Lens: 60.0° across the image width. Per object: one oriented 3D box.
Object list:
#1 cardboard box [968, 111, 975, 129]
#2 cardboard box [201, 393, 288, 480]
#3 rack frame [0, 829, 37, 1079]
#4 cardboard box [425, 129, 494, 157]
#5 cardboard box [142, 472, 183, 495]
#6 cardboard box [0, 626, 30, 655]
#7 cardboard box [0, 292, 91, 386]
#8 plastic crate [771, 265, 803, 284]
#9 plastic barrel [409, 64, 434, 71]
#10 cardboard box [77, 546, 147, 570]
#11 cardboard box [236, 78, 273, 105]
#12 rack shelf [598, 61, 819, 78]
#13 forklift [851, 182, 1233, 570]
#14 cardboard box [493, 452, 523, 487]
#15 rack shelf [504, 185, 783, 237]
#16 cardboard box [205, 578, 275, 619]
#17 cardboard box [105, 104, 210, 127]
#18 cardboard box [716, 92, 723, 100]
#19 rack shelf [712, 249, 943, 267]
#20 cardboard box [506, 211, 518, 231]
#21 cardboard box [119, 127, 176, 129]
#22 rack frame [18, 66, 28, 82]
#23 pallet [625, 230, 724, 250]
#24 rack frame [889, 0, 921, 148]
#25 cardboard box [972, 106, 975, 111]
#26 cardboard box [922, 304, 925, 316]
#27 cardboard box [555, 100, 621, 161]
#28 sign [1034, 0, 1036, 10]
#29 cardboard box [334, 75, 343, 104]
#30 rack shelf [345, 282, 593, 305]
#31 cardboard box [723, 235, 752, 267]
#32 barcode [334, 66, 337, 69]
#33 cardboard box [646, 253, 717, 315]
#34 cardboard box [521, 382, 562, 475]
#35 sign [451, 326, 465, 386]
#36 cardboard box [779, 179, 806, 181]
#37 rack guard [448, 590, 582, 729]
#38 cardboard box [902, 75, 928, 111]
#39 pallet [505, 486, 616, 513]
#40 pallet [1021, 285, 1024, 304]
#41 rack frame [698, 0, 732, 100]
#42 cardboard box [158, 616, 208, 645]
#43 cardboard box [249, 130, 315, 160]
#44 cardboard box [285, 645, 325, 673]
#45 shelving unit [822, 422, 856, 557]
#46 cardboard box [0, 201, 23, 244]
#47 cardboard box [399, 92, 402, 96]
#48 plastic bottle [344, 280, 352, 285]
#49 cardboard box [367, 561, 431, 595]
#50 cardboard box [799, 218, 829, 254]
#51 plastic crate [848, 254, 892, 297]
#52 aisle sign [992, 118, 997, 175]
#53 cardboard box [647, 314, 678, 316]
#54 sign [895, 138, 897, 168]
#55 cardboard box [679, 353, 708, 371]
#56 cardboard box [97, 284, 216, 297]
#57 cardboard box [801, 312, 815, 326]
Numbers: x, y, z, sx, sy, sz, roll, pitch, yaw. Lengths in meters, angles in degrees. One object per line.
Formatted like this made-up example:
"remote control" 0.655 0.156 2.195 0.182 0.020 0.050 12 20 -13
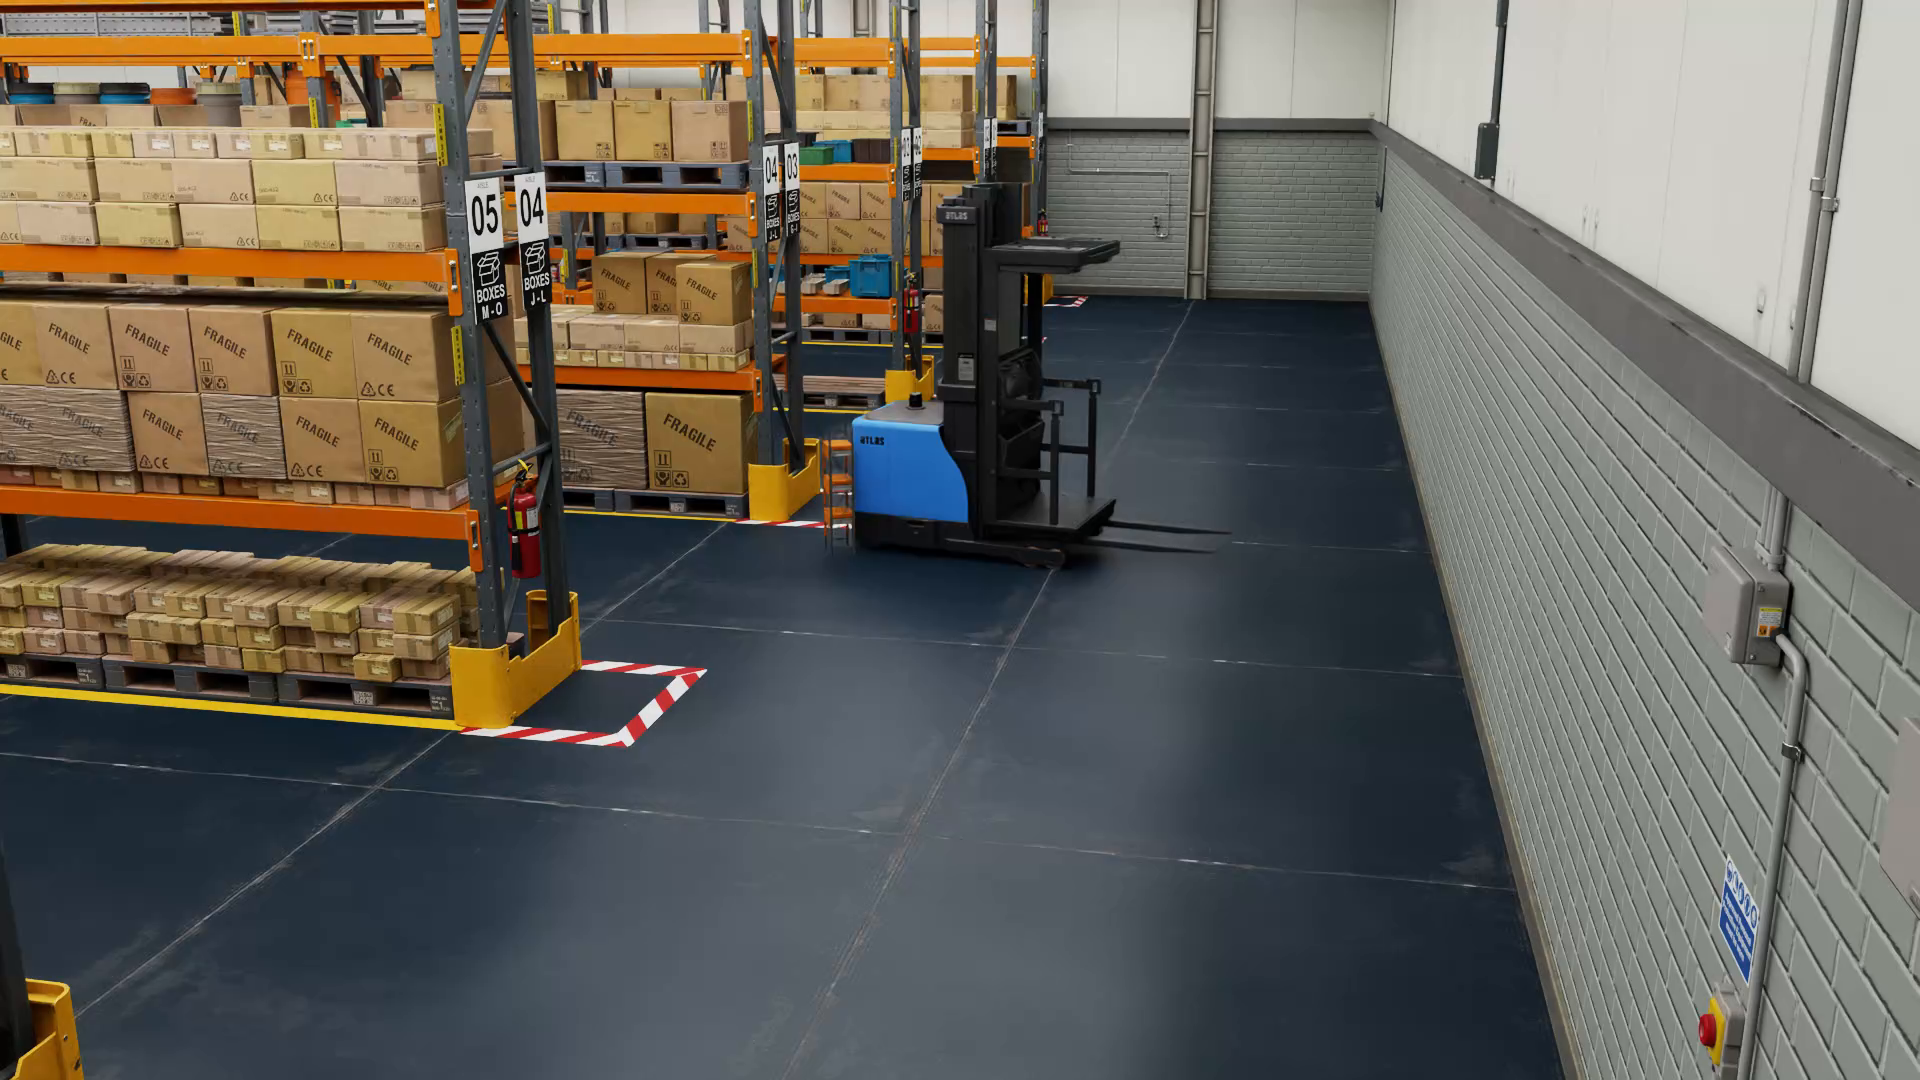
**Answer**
"cardboard box" -0.079 -6.065 23.992 0.500 0.250 0.500 3 16 11
"cardboard box" -4.186 -0.673 10.058 0.500 0.500 0.500 3 16 11
"rack frame" -3.580 0.830 5.378 0.053 2.616 0.949 3 16 11
"cardboard box" -2.964 -2.355 9.852 0.250 0.149 0.380 3 16 11
"cardboard box" -4.828 -0.403 10.299 0.250 0.149 0.380 4 16 13
"cardboard box" -6.059 0.605 10.744 0.250 0.149 0.380 4 16 13
"cardboard box" -5.708 -1.246 10.255 0.500 0.500 0.500 3 16 9
"plastic crate" -2.085 -3.177 20.043 0.300 0.233 0.416 3 16 11
"plastic barrel" -6.241 -5.212 19.846 0.708 0.901 0.600 3 16 11
"cardboard box" -5.708 0.166 11.213 0.250 0.149 0.380 3 16 11
"cardboard box" -10.790 -6.887 25.707 0.500 0.500 0.500 3 16 12
"rack shelf" -4.523 -8.322 29.274 4.000 0.370 1.077 3 16 11
"forklift" 0.672 -1.334 13.319 3.031 2.935 1.130 6 17 21
"cardboard box" -2.944 -0.453 10.481 0.250 0.149 0.380 3 16 11
"rack shelf" -3.565 -2.969 14.820 4.000 0.370 1.077 3 16 11
"cardboard box" -4.527 0.369 10.479 0.250 0.149 0.380 3 16 9
"cardboard box" -7.438 -3.784 15.434 0.637 0.503 0.797 3 16 10
"cardboard box" -3.962 -7.658 29.388 0.500 0.500 0.700 3 16 10
"rack shelf" -1.587 -4.115 24.575 4.000 0.370 1.077 3 16 11
"cardboard box" -6.827 -5.027 25.547 0.500 0.500 0.700 -2 16 -8
"cardboard box" -4.979 -2.484 10.317 0.250 0.149 0.380 3 16 11
"rack frame" -15.306 -8.097 26.366 0.127 3.000 1.000 3 16 11
"pallet" -4.308 -4.546 25.145 1.213 0.211 1.003 3 16 11
"rack frame" -0.618 -5.950 18.617 0.127 3.000 1.000 3 16 11
"cardboard box" 0.075 -7.272 28.313 0.500 0.250 0.500 3 16 9
"cardboard box" -0.593 -3.372 24.871 0.500 0.250 0.500 3 16 11
"cardboard box" -3.169 -3.598 14.582 0.500 0.500 0.700 2 16 7
"sign" 1.234 -8.889 27.328 0.005 0.325 0.100 3 16 11
"cardboard box" -11.490 -8.257 30.464 0.500 0.500 0.500 4 16 14
"rack shelf" -6.498 -3.032 20.666 4.000 0.370 1.077 3 16 11
"cardboard box" -4.098 -5.077 29.943 0.750 0.750 0.750 4 16 13
"barcode" -11.679 -8.837 31.097 0.075 0.075 0.001 3 16 11
"cardboard box" -2.511 -2.319 15.063 0.500 0.500 0.500 3 16 10
"cardboard box" -4.012 -1.051 15.361 0.875 0.875 0.875 3 16 11
"sign" -2.823 -1.038 9.358 0.005 0.325 0.100 3 16 11
"cardboard box" -2.497 -5.112 24.768 0.500 0.500 0.500 3 16 10
"rack guard" -2.767 0.729 10.424 0.348 0.500 1.175 3 16 11
"cardboard box" -0.607 -6.402 23.807 0.500 0.500 0.700 3 16 11
"pallet" -3.596 -0.507 15.428 1.213 0.211 1.003 3 16 11
"pallet" 0.557 -4.329 29.225 1.213 0.211 1.003 3 16 11
"rack frame" -3.547 -7.459 24.062 0.127 3.000 1.000 3 16 11
"cardboard box" -4.809 0.526 10.471 0.250 0.149 0.380 3 16 12
"cardboard box" -3.831 -2.257 9.498 0.250 0.149 0.380 3 16 12
"cardboard box" -4.008 0.693 10.425 0.250 0.149 0.380 3 16 12
"shelving unit" -0.985 -0.411 13.510 0.215 1.050 0.252 -5 16 -16
"cardboard box" -5.718 -1.940 10.037 0.500 0.250 0.500 3 16 10
"cardboard box" -9.883 -7.935 30.428 0.500 0.500 0.500 5 16 19
"plastic bottle" -7.522 -3.277 20.423 0.133 0.283 0.061 3 16 11
"cardboard box" -3.654 0.266 10.851 0.250 0.149 0.380 3 16 11
"cardboard box" -2.110 -4.464 24.301 0.500 0.500 0.500 3 16 11
"plastic crate" -0.983 -3.074 19.293 0.499 0.435 0.616 3 16 11
"aisle sign" 0.498 -5.681 24.012 0.004 0.787 0.394 3 16 11
"cardboard box" -2.532 -1.957 15.161 0.500 0.250 0.500 3 16 10
"sign" -0.712 -4.310 18.508 0.005 0.325 0.100 3 16 11
"cardboard box" -2.275 -1.589 14.579 0.250 0.149 0.380 3 16 12
"cardboard box" -5.091 -1.346 10.616 0.500 0.500 0.500 4 16 13
"cardboard box" -2.329 -3.292 24.741 0.250 0.166 0.380 3 16 11
